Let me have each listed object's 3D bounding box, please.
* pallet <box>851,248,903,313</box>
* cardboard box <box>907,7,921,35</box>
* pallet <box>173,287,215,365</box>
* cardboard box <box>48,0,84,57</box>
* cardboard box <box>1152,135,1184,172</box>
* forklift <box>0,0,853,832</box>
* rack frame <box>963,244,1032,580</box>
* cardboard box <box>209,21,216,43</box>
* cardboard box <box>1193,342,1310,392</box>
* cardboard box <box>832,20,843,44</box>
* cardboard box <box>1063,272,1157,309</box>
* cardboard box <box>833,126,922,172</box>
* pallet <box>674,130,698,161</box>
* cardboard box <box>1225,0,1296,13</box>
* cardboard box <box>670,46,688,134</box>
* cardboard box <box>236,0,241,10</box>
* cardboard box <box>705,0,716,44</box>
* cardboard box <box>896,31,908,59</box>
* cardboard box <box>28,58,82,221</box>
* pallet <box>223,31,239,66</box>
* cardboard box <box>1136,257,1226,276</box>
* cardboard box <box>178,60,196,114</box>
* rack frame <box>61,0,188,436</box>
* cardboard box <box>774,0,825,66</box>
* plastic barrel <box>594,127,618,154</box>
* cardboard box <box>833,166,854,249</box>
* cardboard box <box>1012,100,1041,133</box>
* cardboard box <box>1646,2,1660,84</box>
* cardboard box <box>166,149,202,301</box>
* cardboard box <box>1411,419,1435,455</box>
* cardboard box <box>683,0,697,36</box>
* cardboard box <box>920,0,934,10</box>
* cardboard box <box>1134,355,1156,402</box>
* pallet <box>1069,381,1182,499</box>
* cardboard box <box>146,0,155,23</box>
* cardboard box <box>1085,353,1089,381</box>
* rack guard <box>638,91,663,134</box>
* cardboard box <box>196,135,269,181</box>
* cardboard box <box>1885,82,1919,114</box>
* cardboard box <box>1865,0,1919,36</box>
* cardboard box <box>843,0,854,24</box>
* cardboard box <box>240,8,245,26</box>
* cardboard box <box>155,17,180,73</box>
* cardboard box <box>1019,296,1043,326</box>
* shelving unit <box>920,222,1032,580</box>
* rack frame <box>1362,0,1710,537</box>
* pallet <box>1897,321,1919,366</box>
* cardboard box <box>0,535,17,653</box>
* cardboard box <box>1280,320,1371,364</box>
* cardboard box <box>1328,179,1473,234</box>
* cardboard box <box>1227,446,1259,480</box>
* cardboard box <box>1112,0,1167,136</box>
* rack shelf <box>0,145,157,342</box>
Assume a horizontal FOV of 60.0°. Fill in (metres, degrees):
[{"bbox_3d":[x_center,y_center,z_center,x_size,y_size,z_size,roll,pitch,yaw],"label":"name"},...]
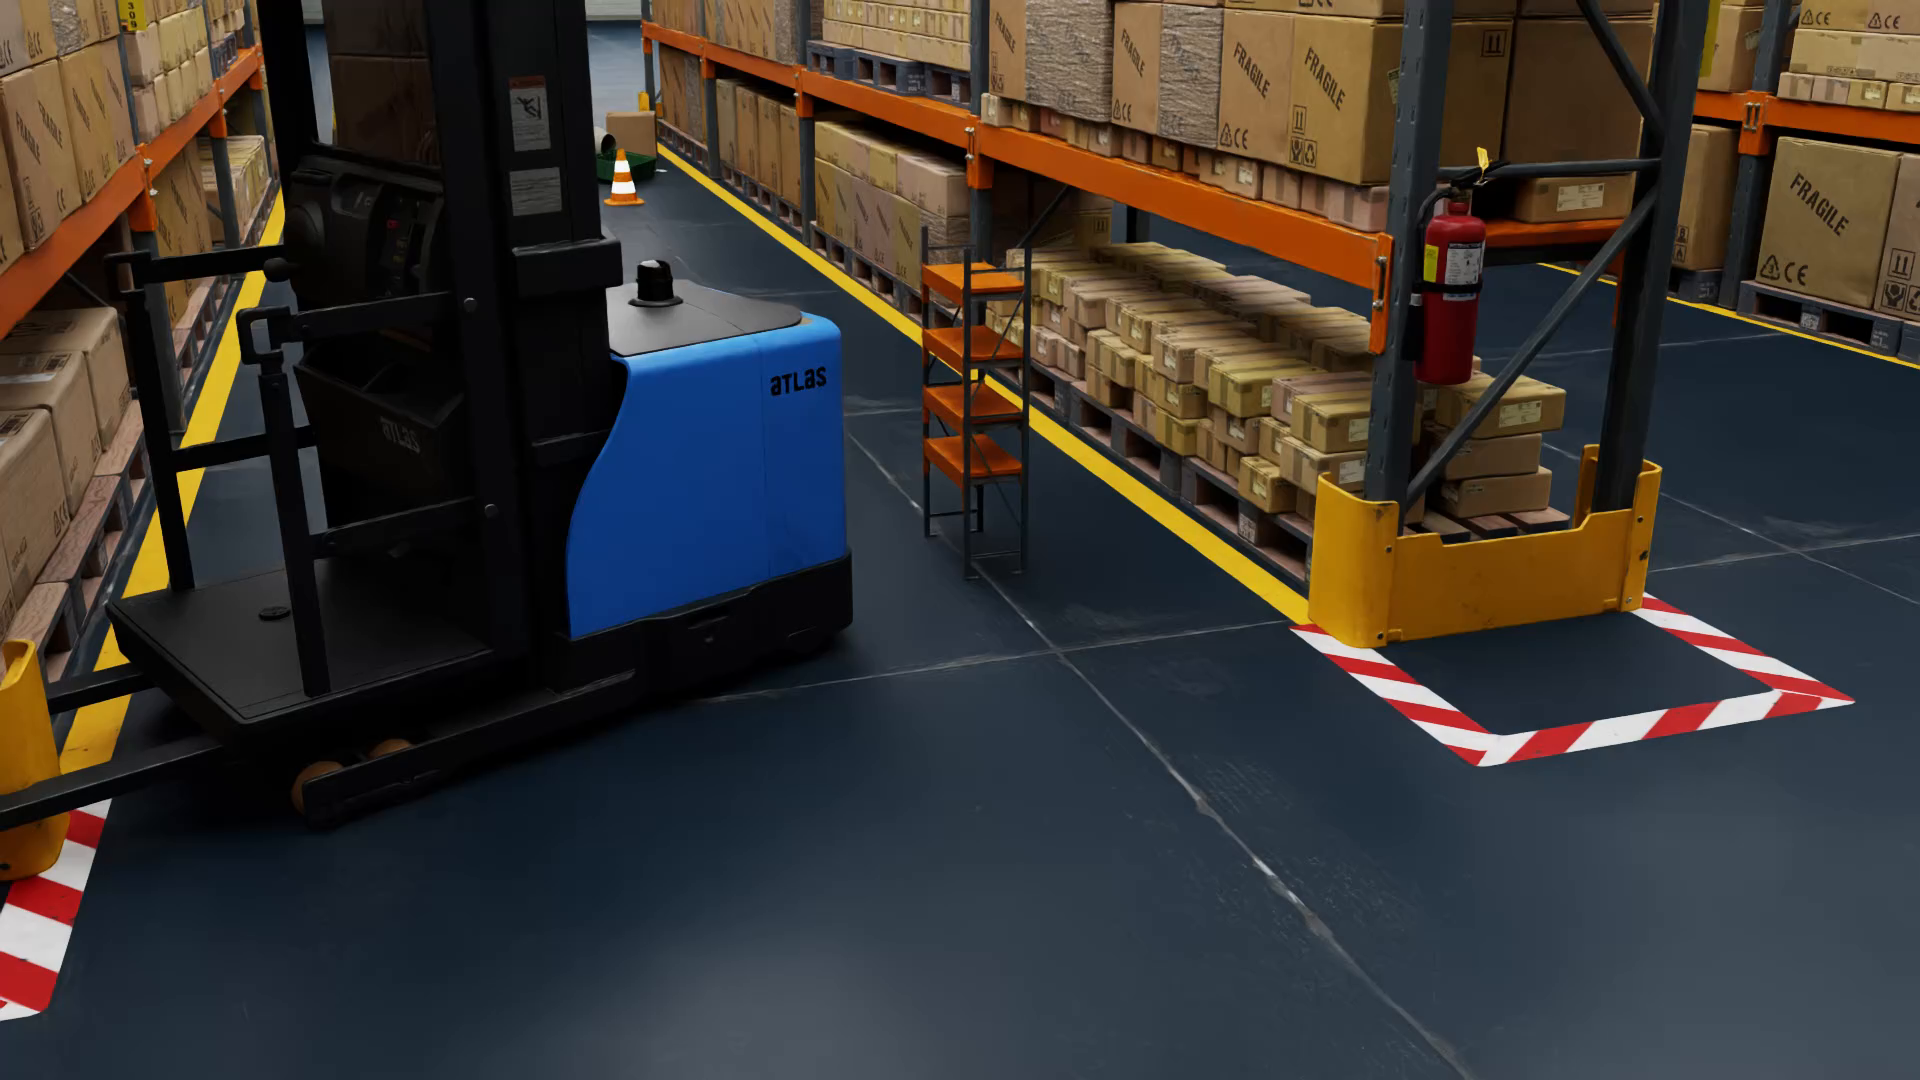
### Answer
[{"bbox_3d":[-0.087,-1.757,10.996,1.003,0.211,1.213,-6,21,-17],"label":"pallet"},{"bbox_3d":[-0.096,-3.089,9.889,0.380,0.149,0.250,-8,21,-20],"label":"cardboard box"},{"bbox_3d":[-4.822,-1.189,9.413,1.003,0.211,1.213,-6,21,-17],"label":"pallet"},{"bbox_3d":[-3.390,-1.939,5.750,0.500,0.500,0.500,-6,21,-16],"label":"cardboard box"},{"bbox_3d":[1.013,-1.606,6.823,0.380,0.149,0.250,-6,21,-16],"label":"cardboard box"},{"bbox_3d":[-1.781,-0.831,4.395,3.031,2.935,1.130,-17,26,-39],"label":"forklift"},{"bbox_3d":[0.129,-0.433,5.848,0.240,1.200,0.015,-6,21,-17],"label":"rack frame"},{"bbox_3d":[-5.403,-3.543,11.594,0.380,0.149,0.250,-8,21,-21],"label":"cardboard box"},{"bbox_3d":[1.149,-0.669,6.558,0.380,0.149,0.250,-7,21,-19],"label":"cardboard box"},{"bbox_3d":[-0.678,-3.539,11.584,0.380,0.149,0.250,-5,20,-15],"label":"cardboard box"},{"bbox_3d":[0.718,-1.179,7.978,0.380,0.149,0.250,-7,21,-19],"label":"cardboard box"},{"bbox_3d":[-0.565,-2.676,11.395,0.500,0.250,0.500,-7,21,-18],"label":"cardboard box"},{"bbox_3d":[-2.520,-4.327,18.151,1.003,0.211,1.213,-6,21,-17],"label":"pallet"},{"bbox_3d":[1.264,-2.085,5.716,0.500,0.500,0.500,-7,21,-19],"label":"cardboard box"},{"bbox_3d":[-2.671,-4.983,18.375,0.875,0.875,0.875,-7,21,-18],"label":"cardboard box"},{"bbox_3d":[-6.115,-4.538,13.405,0.500,0.500,0.500,-6,21,-17],"label":"cardboard box"},{"bbox_3d":[-2.058,-4.844,15.319,0.500,0.500,0.500,-6,21,-17],"label":"cardboard box"},{"bbox_3d":[-0.179,-3.031,10.168,0.380,0.149,0.250,-5,20,-15],"label":"cardboard box"},{"bbox_3d":[-3.244,-1.301,5.452,0.500,0.500,0.500,-6,21,-15],"label":"cardboard box"},{"bbox_3d":[-6.039,-3.693,12.546,1.003,0.211,1.213,-6,21,-17],"label":"pallet"},{"bbox_3d":[1.108,-1.320,8.370,0.380,0.149,0.250,-7,21,-18],"label":"cardboard box"},{"bbox_3d":[-4.467,-2.461,9.053,0.500,0.250,0.500,-7,21,-18],"label":"cardboard box"},{"bbox_3d":[-4.121,-1.869,7.183,1.000,3.000,0.127,-6,21,-17],"label":"rack frame"},{"bbox_3d":[-1.107,-3.874,12.617,0.500,0.500,0.500,-6,21,-17],"label":"cardboard box"},{"bbox_3d":[-3.781,-3.983,16.880,0.512,0.421,0.421,8,21,20],"label":"plastic barrel"},{"bbox_3d":[-0.569,-2.317,11.507,0.500,0.500,0.500,-6,21,-17],"label":"cardboard box"},{"bbox_3d":[0.476,-2.109,8.221,0.380,0.149,0.250,-6,21,-16],"label":"cardboard box"},{"bbox_3d":[4.731,-3.250,10.879,0.500,0.500,0.500,-6,21,-16],"label":"cardboard box"},{"bbox_3d":[-4.964,-1.833,9.605,0.875,0.875,0.875,-6,21,-17],"label":"cardboard box"},{"bbox_3d":[1.850,-0.429,6.330,0.380,0.149,0.250,-6,21,-17],"label":"cardboard box"},{"bbox_3d":[-2.290,-5.357,16.671,0.875,0.550,0.550,-6,21,-17],"label":"cardboard box"},{"bbox_3d":[-0.013,-3.148,9.615,0.380,0.149,0.250,-6,21,-17],"label":"cardboard box"},{"bbox_3d":[0.964,-0.695,7.069,0.380,0.149,0.250,-5,20,-14],"label":"cardboard box"},{"bbox_3d":[1.178,-0.511,7.528,1.003,0.211,1.213,-6,21,-17],"label":"pallet"},{"bbox_3d":[-4.173,-2.719,7.922,0.500,0.500,0.500,-7,21,-18],"label":"cardboard box"},{"bbox_3d":[0.812,-0.814,7.842,0.380,0.149,0.250,-7,21,-20],"label":"cardboard box"},{"bbox_3d":[-3.233,-5.110,19.903,1.175,0.500,0.348,-6,21,-17],"label":"rack guard"},{"bbox_3d":[-6.468,-3.229,14.236,0.950,0.372,0.625,-6,21,-17],"label":"cardboard box"},{"bbox_3d":[5.314,-2.421,9.090,0.380,0.149,0.250,-7,21,-19],"label":"cardboard box"},{"bbox_3d":[5.342,-3.005,9.017,0.500,0.500,0.500,-6,21,-17],"label":"cardboard box"},{"bbox_3d":[-0.575,-3.582,11.262,0.380,0.149,0.250,-7,21,-19],"label":"cardboard box"},{"bbox_3d":[-6.212,-4.380,13.924,0.380,0.149,0.250,-6,21,-16],"label":"cardboard box"},{"bbox_3d":[-4.316,-2.534,8.517,0.500,0.250,0.500,-6,21,-17],"label":"cardboard box"},{"bbox_3d":[0.521,-1.201,8.480,0.380,0.149,0.250,-6,21,-17],"label":"cardboard box"},{"bbox_3d":[0.052,-0.512,6.066,0.258,1.200,0.503,-6,21,-17],"label":"shelving unit"},{"bbox_3d":[1.804,-1.144,5.164,1.000,3.000,0.127,-6,21,-17],"label":"rack frame"},{"bbox_3d":[5.839,-0.965,8.791,1.003,0.211,1.213,-6,21,-17],"label":"pallet"},{"bbox_3d":[-3.166,0.221,4.532,0.875,0.438,0.875,-7,21,-19],"label":"cardboard box"},{"bbox_3d":[1.568,-0.815,6.964,0.380,0.149,0.250,-6,20,-15],"label":"cardboard box"},{"bbox_3d":[1.433,-1.100,5.414,0.380,0.149,0.250,-6,21,-17],"label":"cardboard box"},{"bbox_3d":[1.262,-0.312,6.445,0.380,0.149,0.250,-6,21,-17],"label":"cardboard box"},{"bbox_3d":[0.946,-1.936,6.782,0.500,0.500,0.500,-5,20,-14],"label":"cardboard box"},{"bbox_3d":[-3.492,-0.889,5.518,1.077,0.370,4.000,-6,21,-17],"label":"rack shelf"}]
